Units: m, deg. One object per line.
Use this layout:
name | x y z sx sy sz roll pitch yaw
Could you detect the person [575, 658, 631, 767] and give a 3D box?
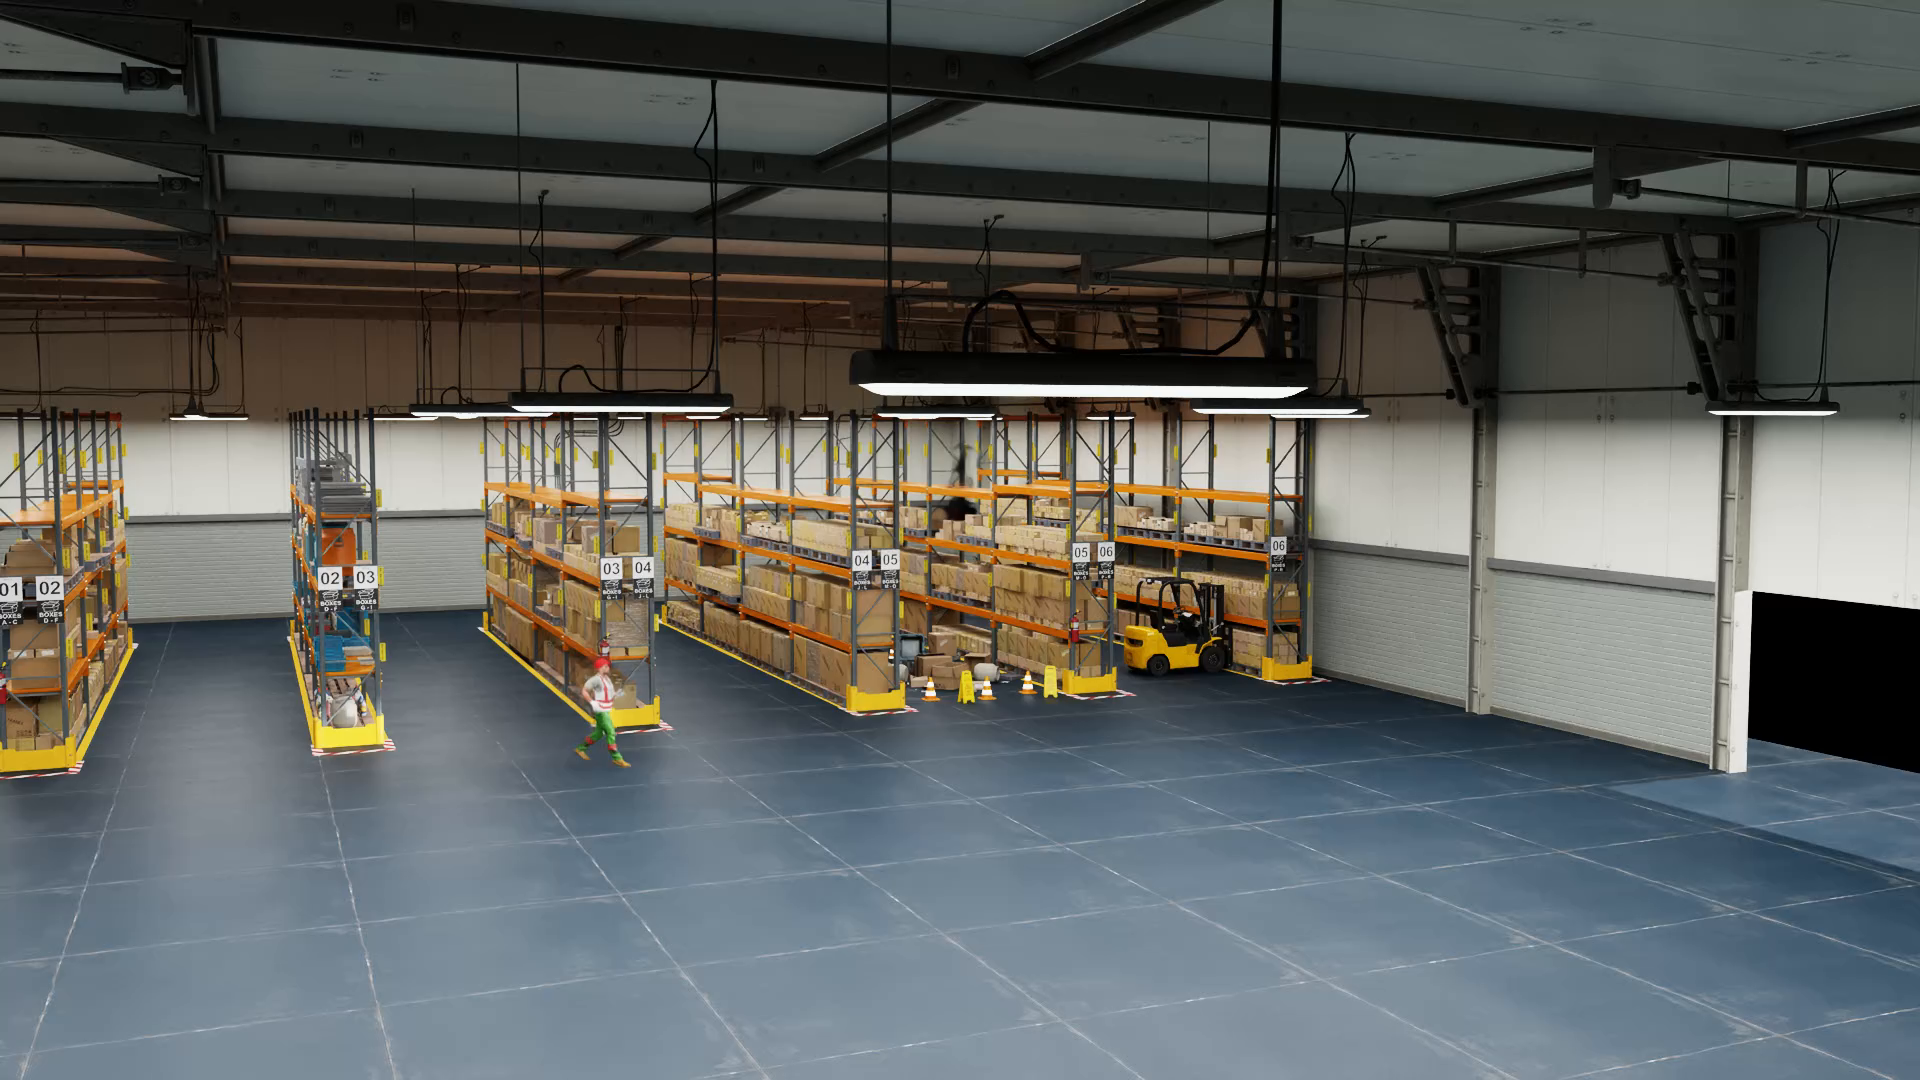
person | -5.968 2.869 27.718 0.983 1.805 0.651 0 4 4
